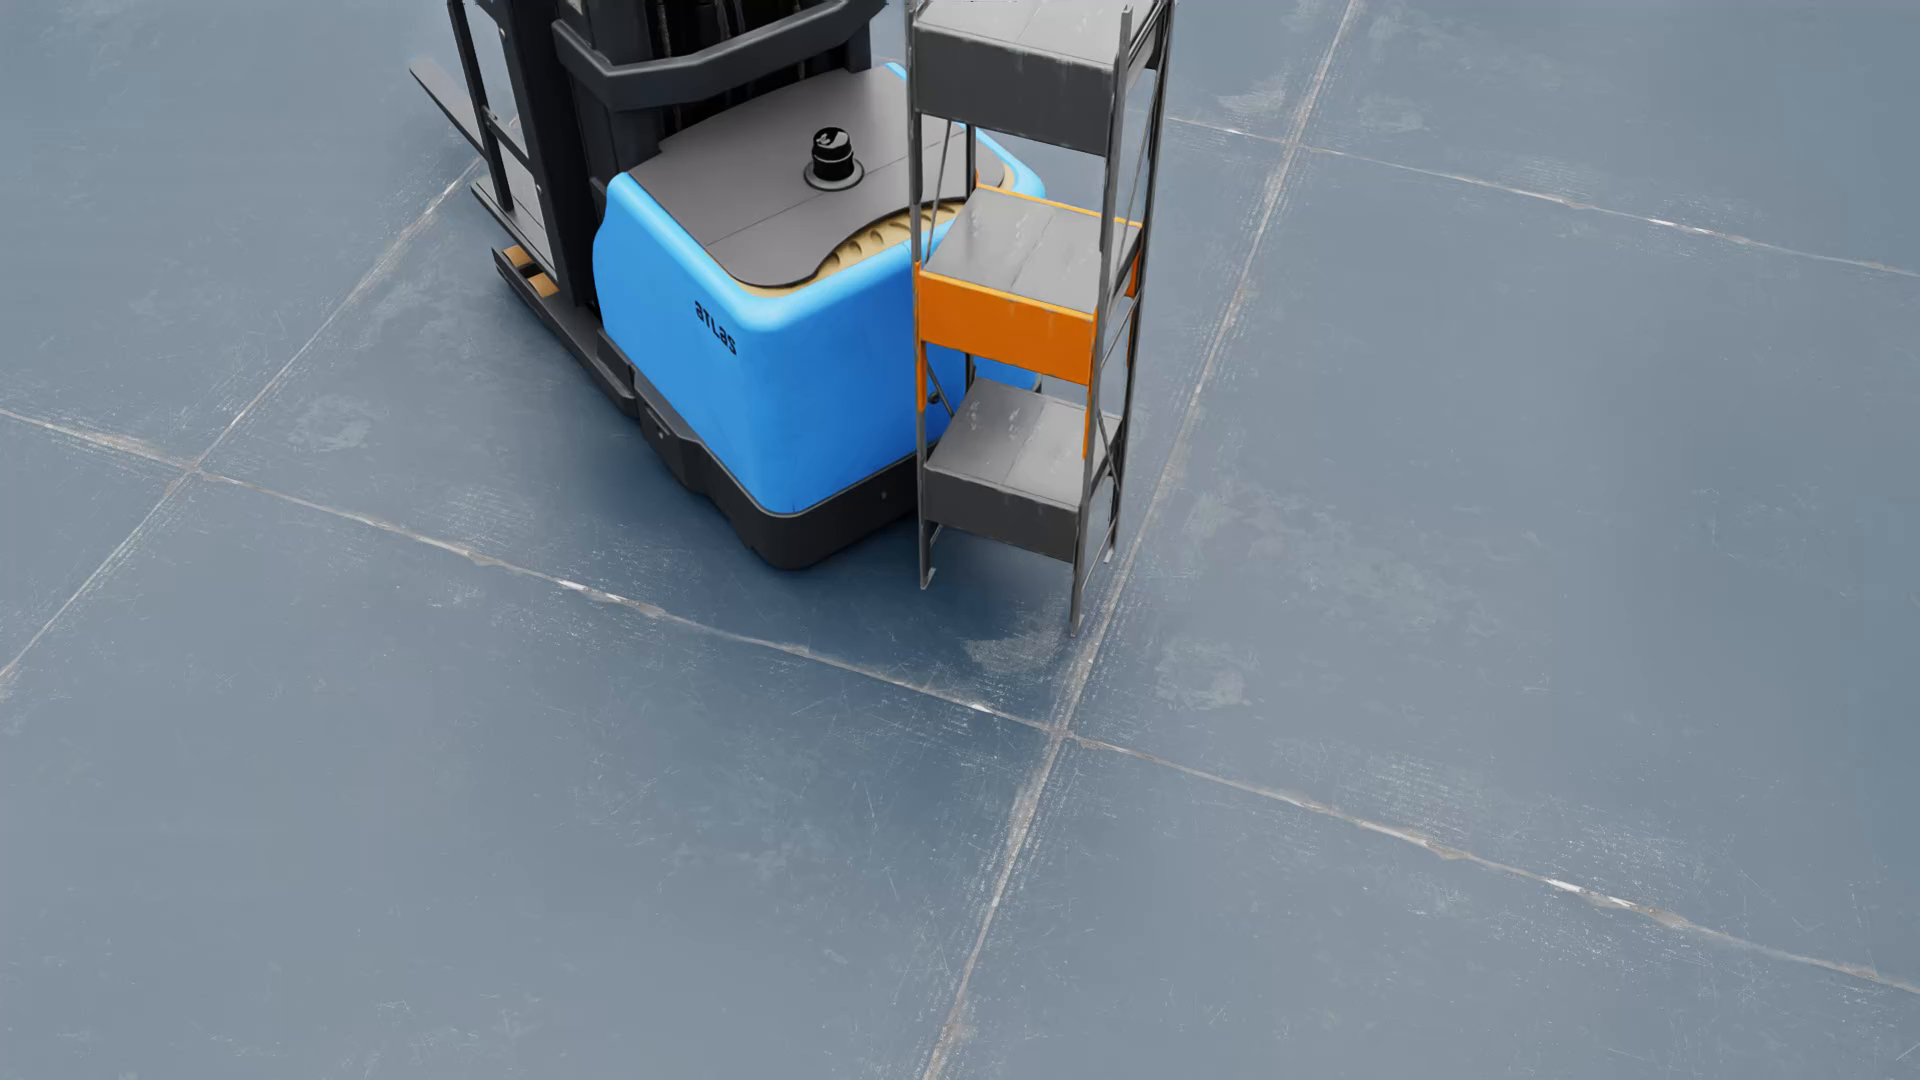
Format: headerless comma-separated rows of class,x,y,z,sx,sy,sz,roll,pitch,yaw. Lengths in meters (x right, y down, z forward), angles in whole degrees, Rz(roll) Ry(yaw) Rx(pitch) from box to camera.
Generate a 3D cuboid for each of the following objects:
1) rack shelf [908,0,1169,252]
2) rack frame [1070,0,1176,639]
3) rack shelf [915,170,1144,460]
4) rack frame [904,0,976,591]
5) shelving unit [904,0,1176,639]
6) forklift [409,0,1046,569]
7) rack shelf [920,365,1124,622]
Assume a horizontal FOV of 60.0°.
rack shelf,0.186,-1.052,3.864,0.480,0.518,0.431,17,51,14
rack frame,0.412,-0.534,4.323,0.015,2.100,0.400,17,51,14
rack shelf,0.186,-0.594,4.393,0.480,0.518,0.431,17,51,14
rack frame,-0.040,-0.672,4.443,0.015,2.100,0.400,17,51,14
shelving unit,0.186,-0.603,4.383,0.503,2.100,0.431,17,51,14
forklift,-1.020,-1.946,4.997,1.130,2.935,3.031,-29,55,-23
rack shelf,0.186,-0.135,4.922,0.480,0.518,0.431,17,51,14
